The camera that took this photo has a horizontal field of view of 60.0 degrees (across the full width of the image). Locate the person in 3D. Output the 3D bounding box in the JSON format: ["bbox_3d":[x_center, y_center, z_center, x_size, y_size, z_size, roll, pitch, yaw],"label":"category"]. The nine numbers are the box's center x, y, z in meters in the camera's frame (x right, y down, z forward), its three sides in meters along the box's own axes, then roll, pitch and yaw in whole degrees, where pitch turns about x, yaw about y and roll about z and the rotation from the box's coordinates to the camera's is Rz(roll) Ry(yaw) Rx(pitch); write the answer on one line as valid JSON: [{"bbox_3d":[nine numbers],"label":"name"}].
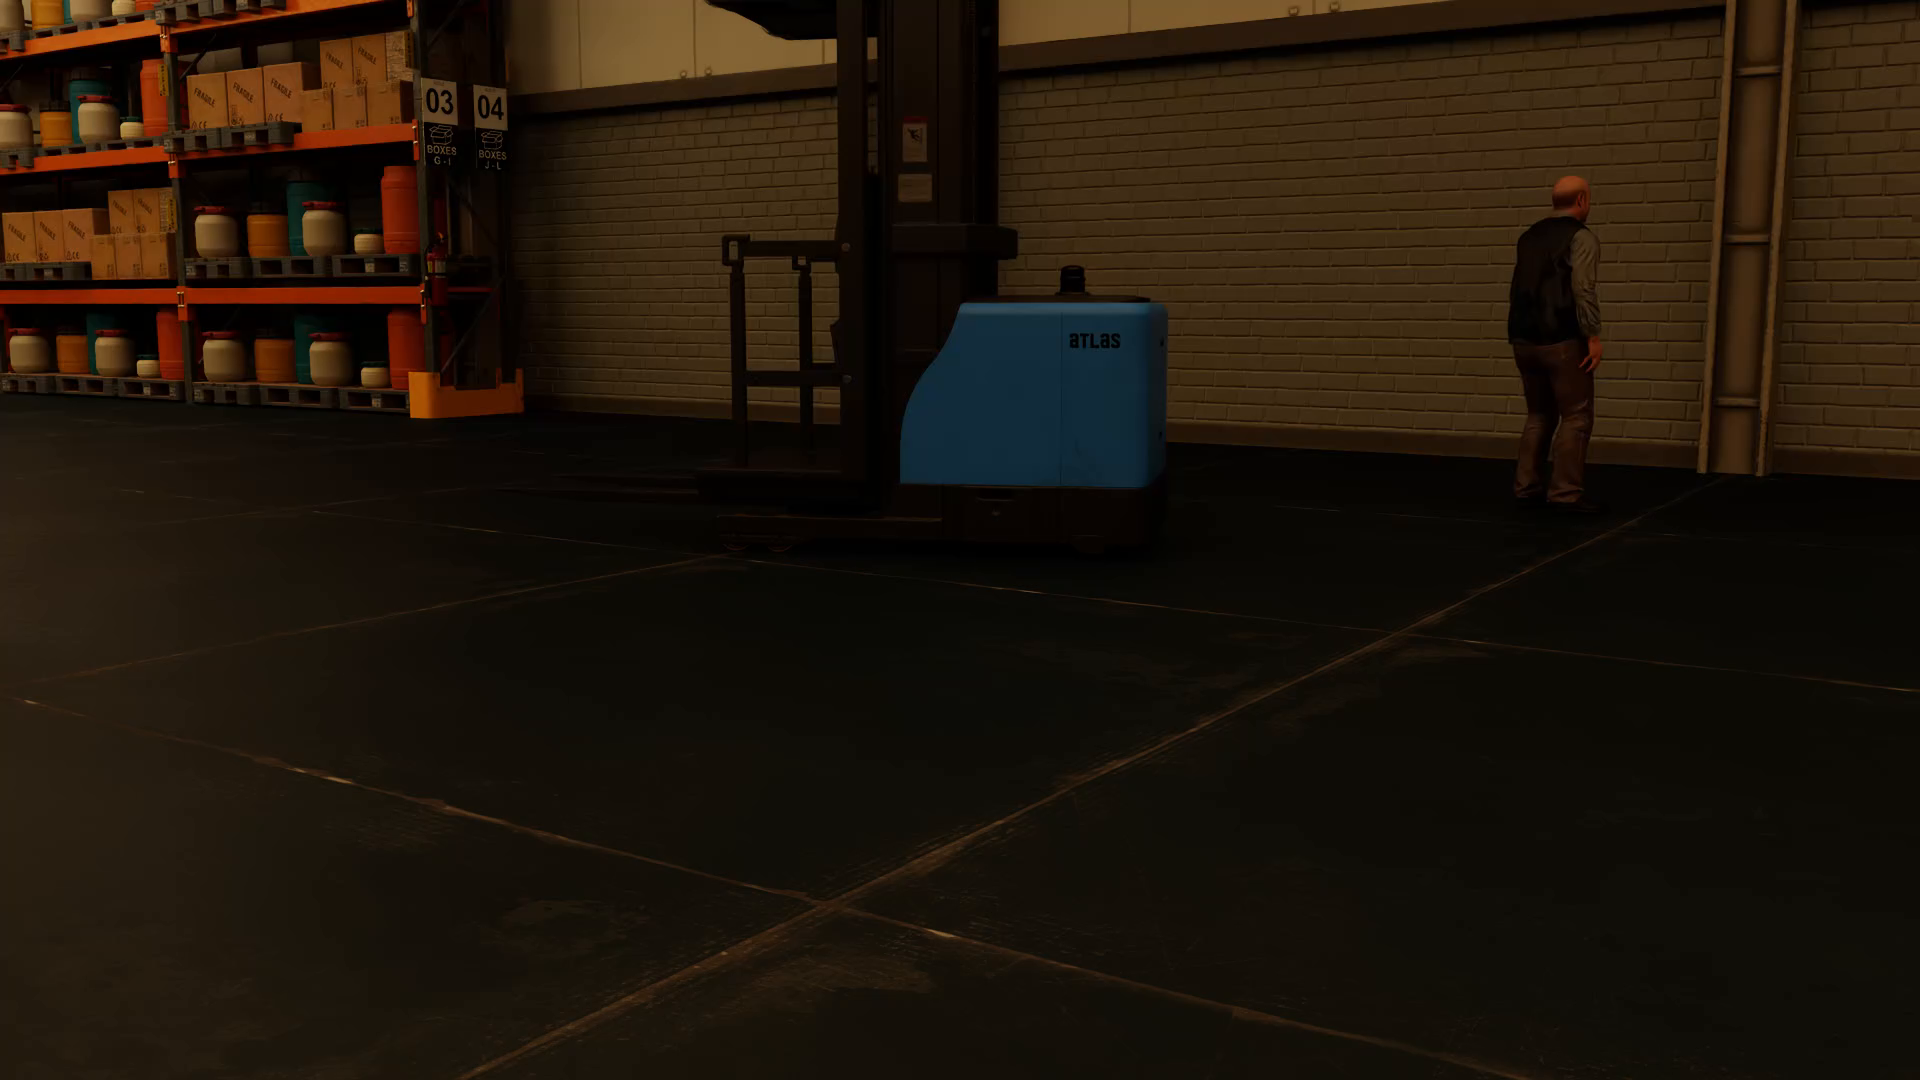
[{"bbox_3d":[3.061,-1.006,8.576,0.423,1.719,0.579,-3,9,-20],"label":"person"}]

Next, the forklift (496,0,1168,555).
[{"bbox_3d":[-0.596,-1.469,7.520,3.031,2.935,1.130,2,8,12],"label":"forklift"}]
